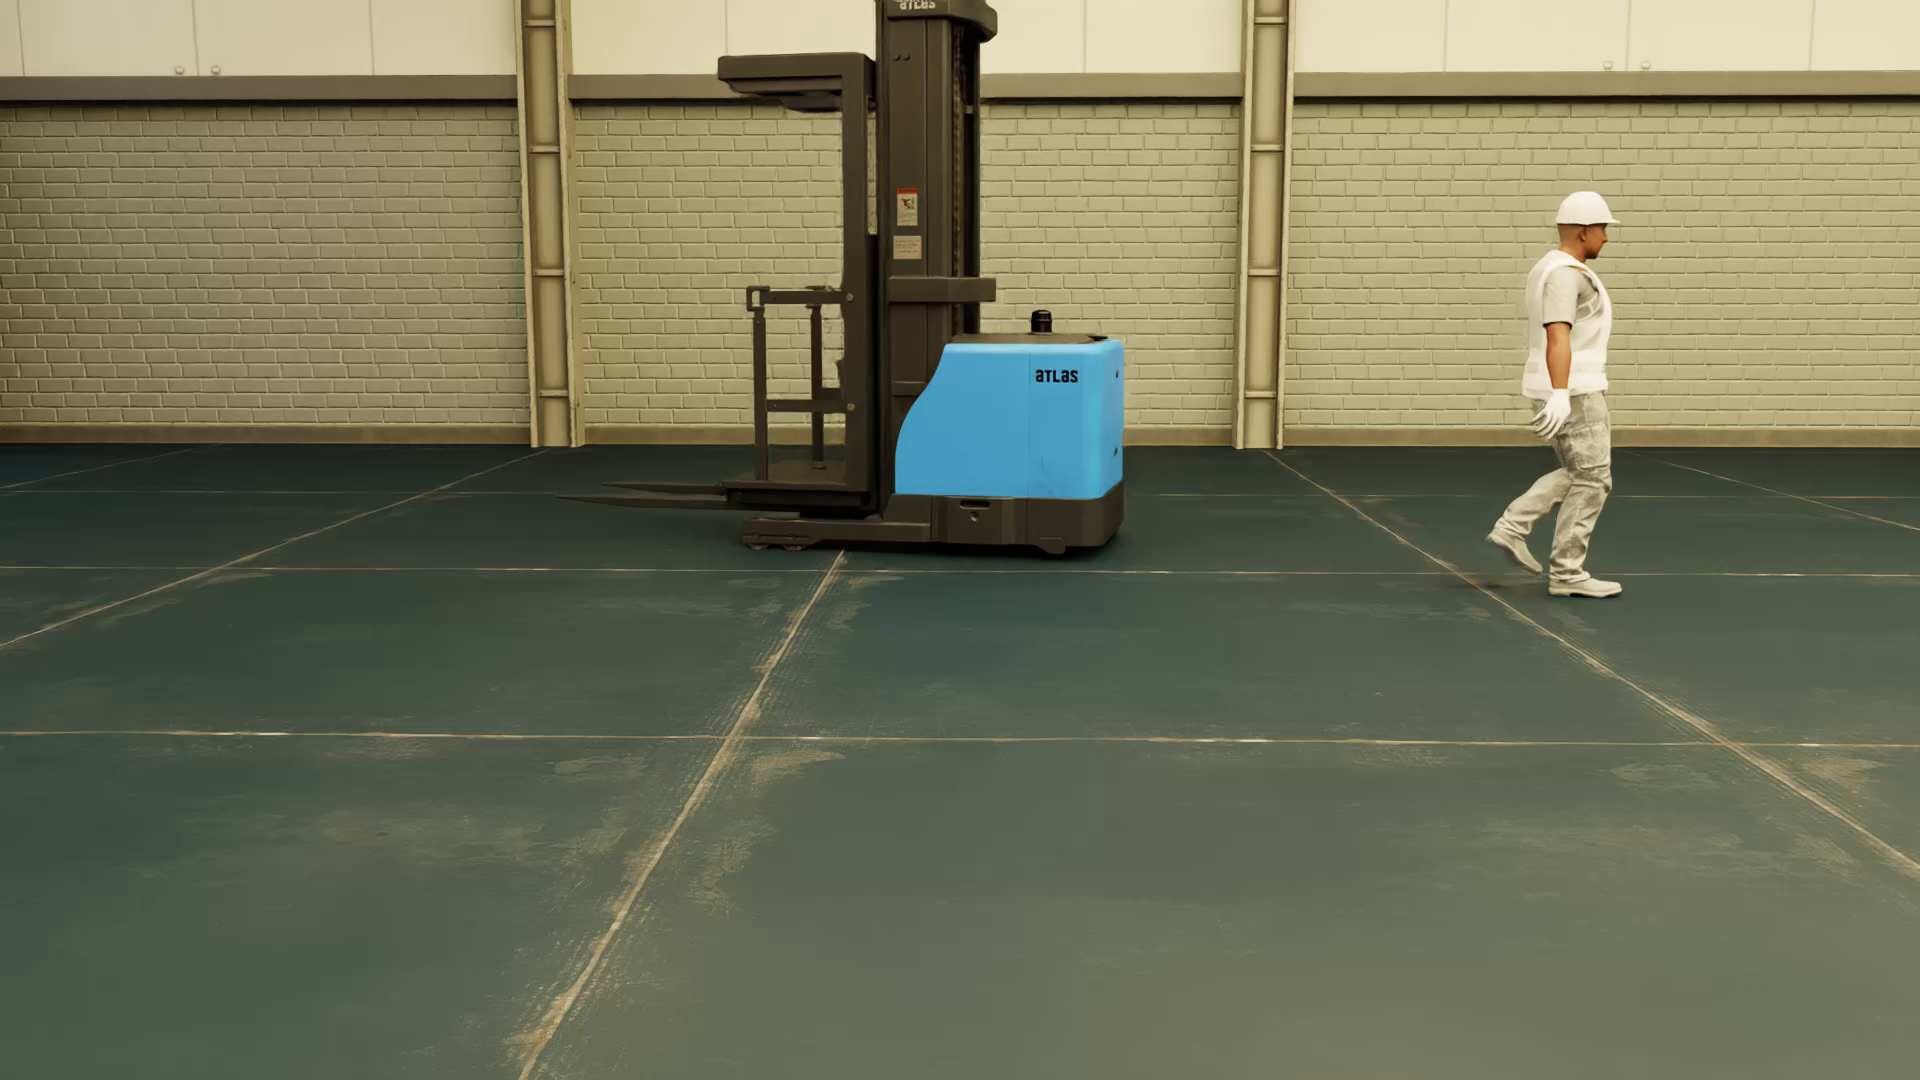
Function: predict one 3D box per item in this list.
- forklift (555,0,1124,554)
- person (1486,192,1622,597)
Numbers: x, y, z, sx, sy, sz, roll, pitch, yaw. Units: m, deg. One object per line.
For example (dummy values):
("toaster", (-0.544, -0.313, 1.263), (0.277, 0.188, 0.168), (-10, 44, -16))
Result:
("forklift", (-0.666, -1.466, 8.895), (3.031, 2.935, 1.130), (2, 9, 12))
("person", (2.667, -0.640, 7.351), (0.543, 1.765, 0.797), (1, 9, 4))
